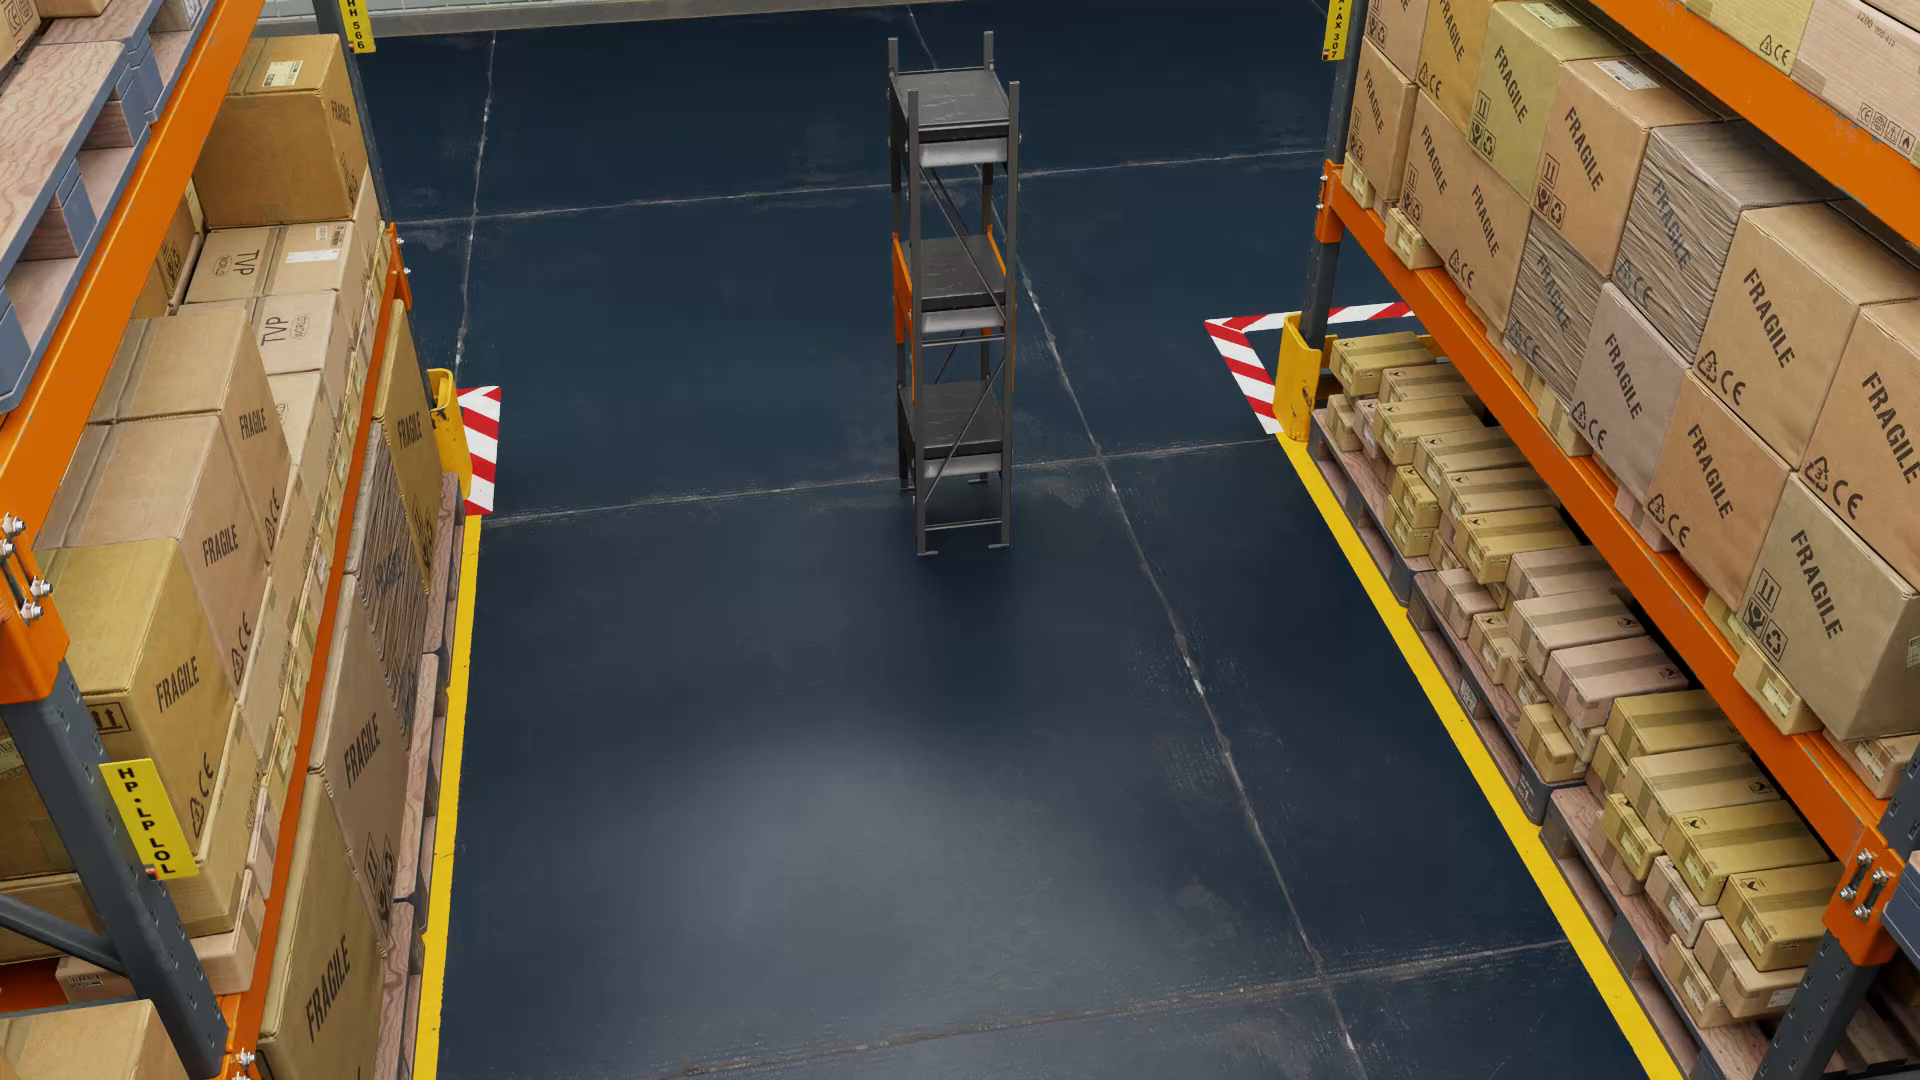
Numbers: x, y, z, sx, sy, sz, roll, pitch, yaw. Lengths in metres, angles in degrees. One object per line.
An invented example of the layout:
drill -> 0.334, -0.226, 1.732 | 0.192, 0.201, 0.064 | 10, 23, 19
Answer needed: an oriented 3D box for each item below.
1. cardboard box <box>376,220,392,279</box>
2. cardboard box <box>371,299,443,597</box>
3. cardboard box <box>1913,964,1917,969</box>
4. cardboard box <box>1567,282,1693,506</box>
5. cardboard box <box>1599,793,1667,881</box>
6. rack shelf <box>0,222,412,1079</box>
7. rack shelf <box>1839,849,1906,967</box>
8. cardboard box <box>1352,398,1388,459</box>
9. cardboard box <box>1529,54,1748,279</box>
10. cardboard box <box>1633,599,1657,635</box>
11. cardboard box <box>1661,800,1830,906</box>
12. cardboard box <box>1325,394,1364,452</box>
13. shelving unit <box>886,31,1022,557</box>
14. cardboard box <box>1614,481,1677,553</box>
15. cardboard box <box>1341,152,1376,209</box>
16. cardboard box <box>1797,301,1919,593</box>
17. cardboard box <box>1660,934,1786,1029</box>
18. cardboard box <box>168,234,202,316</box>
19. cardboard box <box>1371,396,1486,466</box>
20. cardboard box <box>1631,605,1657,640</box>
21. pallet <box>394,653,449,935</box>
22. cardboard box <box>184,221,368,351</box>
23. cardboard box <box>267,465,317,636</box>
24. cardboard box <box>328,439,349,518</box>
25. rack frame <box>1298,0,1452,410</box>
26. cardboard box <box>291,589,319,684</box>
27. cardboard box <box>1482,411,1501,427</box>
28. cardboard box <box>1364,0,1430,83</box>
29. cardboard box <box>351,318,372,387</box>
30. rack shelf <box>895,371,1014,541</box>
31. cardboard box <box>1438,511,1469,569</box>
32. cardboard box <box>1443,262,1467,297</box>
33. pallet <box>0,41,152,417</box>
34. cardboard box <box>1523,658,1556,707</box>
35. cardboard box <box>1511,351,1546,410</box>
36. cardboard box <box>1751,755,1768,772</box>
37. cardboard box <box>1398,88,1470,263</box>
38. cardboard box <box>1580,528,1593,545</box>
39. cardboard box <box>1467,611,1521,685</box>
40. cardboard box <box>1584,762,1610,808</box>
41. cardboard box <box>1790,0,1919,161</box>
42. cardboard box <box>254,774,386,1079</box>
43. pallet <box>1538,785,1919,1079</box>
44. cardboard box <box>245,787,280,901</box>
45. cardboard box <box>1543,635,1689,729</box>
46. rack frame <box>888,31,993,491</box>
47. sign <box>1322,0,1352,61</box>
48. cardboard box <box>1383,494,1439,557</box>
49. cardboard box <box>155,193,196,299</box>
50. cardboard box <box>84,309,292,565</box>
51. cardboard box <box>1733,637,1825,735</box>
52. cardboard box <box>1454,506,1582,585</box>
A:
cardboard box -> -2.419, -1.101, 6.427 | 0.380, 0.149, 0.250 | -6, 38, -7
cardboard box -> -2.615, -0.329, 6.618 | 0.875, 0.875, 0.875 | -6, 38, -8
cardboard box -> 3.048, 1.153, 5.060 | 0.380, 0.149, 0.250 | -5, 38, -6
cardboard box -> 2.258, -0.469, 5.085 | 0.500, 0.500, 0.500 | -6, 38, -8
cardboard box -> 2.304, 0.928, 5.349 | 0.380, 0.149, 0.250 | -7, 38, -10
rack shelf -> -2.455, 0.112, 5.247 | 1.077, 0.370, 4.000 | -6, 38, -8
rack shelf -> 3.147, 2.056, 2.745 | 1.077, 0.370, 4.000 | -6, 38, -8
cardboard box -> 1.927, -0.494, 7.180 | 0.380, 0.149, 0.250 | -6, 38, -8
cardboard box -> 2.169, -1.176, 5.180 | 0.500, 0.500, 0.500 | -7, 38, -9
cardboard box -> 2.767, 0.224, 6.256 | 0.380, 0.149, 0.250 | -6, 38, -7
cardboard box -> 2.394, 0.952, 5.076 | 0.380, 0.149, 0.250 | -6, 38, -7
cardboard box -> 1.872, -0.541, 7.483 | 0.380, 0.149, 0.250 | -5, 38, -7
shelving unit -> -0.029, -0.929, 6.735 | 0.431, 2.100, 0.503 | -6, 38, -8
cardboard box -> 2.277, -0.115, 5.158 | 0.380, 0.149, 0.250 | -8, 39, -10
cardboard box -> 1.829, -1.522, 6.969 | 0.380, 0.149, 0.250 | -7, 38, -8
cardboard box -> 2.448, -0.243, 3.979 | 0.500, 0.500, 0.500 | -8, 38, -10
cardboard box -> 2.392, 1.323, 5.083 | 0.380, 0.149, 0.250 | -6, 38, -7
cardboard box -> -2.890, -0.806, 5.722 | 0.500, 0.250, 0.500 | -7, 38, -9
cardboard box -> 1.937, -0.455, 6.887 | 0.380, 0.149, 0.250 | -6, 38, -8
cardboard box -> 2.660, 0.340, 6.349 | 0.380, 0.149, 0.250 | -5, 38, -7
pallet -> -2.378, 0.931, 5.879 | 1.003, 0.211, 1.213 | -6, 38, -8
cardboard box -> -2.371, -0.867, 5.801 | 0.500, 0.250, 0.500 | -7, 38, -9
cardboard box -> -2.108, 0.053, 4.617 | 0.500, 0.250, 0.500 | -5, 38, -7
cardboard box -> -2.151, -0.178, 5.238 | 0.380, 0.149, 0.250 | -6, 38, -7
rack frame -> 2.095, -1.852, 7.189 | 1.000, 3.000, 0.127 | -6, 38, -8
cardboard box -> -2.015, 0.290, 4.636 | 0.380, 0.149, 0.250 | -7, 38, -9
cardboard box -> 2.461, -0.558, 7.262 | 0.380, 0.149, 0.250 | -7, 38, -9
cardboard box -> 1.912, -2.104, 6.375 | 0.500, 0.500, 0.500 | -6, 38, -8
cardboard box -> -2.286, -0.641, 5.835 | 0.380, 0.149, 0.250 | -6, 38, -7
rack shelf -> -0.029, -0.366, 7.172 | 0.431, 0.518, 0.480 | -6, 38, -8
cardboard box -> 2.135, -0.039, 6.594 | 0.380, 0.149, 0.250 | -8, 39, -10
cardboard box -> 2.089, -1.063, 6.378 | 0.380, 0.149, 0.250 | -5, 38, -6
pallet -> -2.238, -0.609, 3.216 | 1.003, 0.211, 1.213 | -6, 38, -8
cardboard box -> 2.266, 0.450, 5.964 | 0.380, 0.149, 0.250 | -8, 39, -10
cardboard box -> 2.153, -0.585, 5.763 | 0.380, 0.149, 0.250 | -5, 38, -6
cardboard box -> 2.792, 0.703, 5.639 | 0.380, 0.149, 0.250 | -8, 39, -10
cardboard box -> 2.021, -1.388, 6.267 | 0.500, 0.500, 0.500 | -6, 38, -8
cardboard box -> 2.617, -0.043, 6.357 | 0.380, 0.149, 0.250 | -7, 38, -9
cardboard box -> 2.156, 0.391, 6.283 | 0.380, 0.149, 0.250 | -6, 38, -8
cardboard box -> 2.392, 0.833, 5.715 | 0.380, 0.149, 0.250 | -7, 38, -9
cardboard box -> 2.368, -1.132, 3.939 | 0.500, 0.250, 0.500 | -6, 38, -8
cardboard box -> -2.142, 1.302, 4.518 | 0.875, 0.875, 0.875 | -6, 38, -8
pallet -> 2.644, 1.263, 5.452 | 1.003, 0.211, 1.213 | -6, 38, -8
cardboard box -> -1.875, 0.762, 4.029 | 0.380, 0.149, 0.250 | -7, 38, -9
cardboard box -> 2.236, 0.483, 5.679 | 0.380, 0.149, 0.250 | -8, 39, -10
rack frame -> -0.072, -1.077, 6.924 | 0.400, 2.100, 0.015 | -6, 38, -8
sign -> 1.561, -2.136, 6.848 | 0.100, 0.325, 0.005 | -6, 38, -8
cardboard box -> 1.985, -0.077, 6.885 | 0.380, 0.149, 0.250 | -6, 38, -7
cardboard box -> -2.900, -1.113, 5.507 | 0.500, 0.500, 0.500 | -7, 38, -9
cardboard box -> -2.111, -0.247, 4.392 | 0.500, 0.500, 0.500 | -7, 38, -9
cardboard box -> 2.363, 0.372, 4.531 | 0.380, 0.149, 0.250 | -7, 38, -9
cardboard box -> 2.103, 0.019, 6.278 | 0.380, 0.149, 0.250 | -6, 38, -7
